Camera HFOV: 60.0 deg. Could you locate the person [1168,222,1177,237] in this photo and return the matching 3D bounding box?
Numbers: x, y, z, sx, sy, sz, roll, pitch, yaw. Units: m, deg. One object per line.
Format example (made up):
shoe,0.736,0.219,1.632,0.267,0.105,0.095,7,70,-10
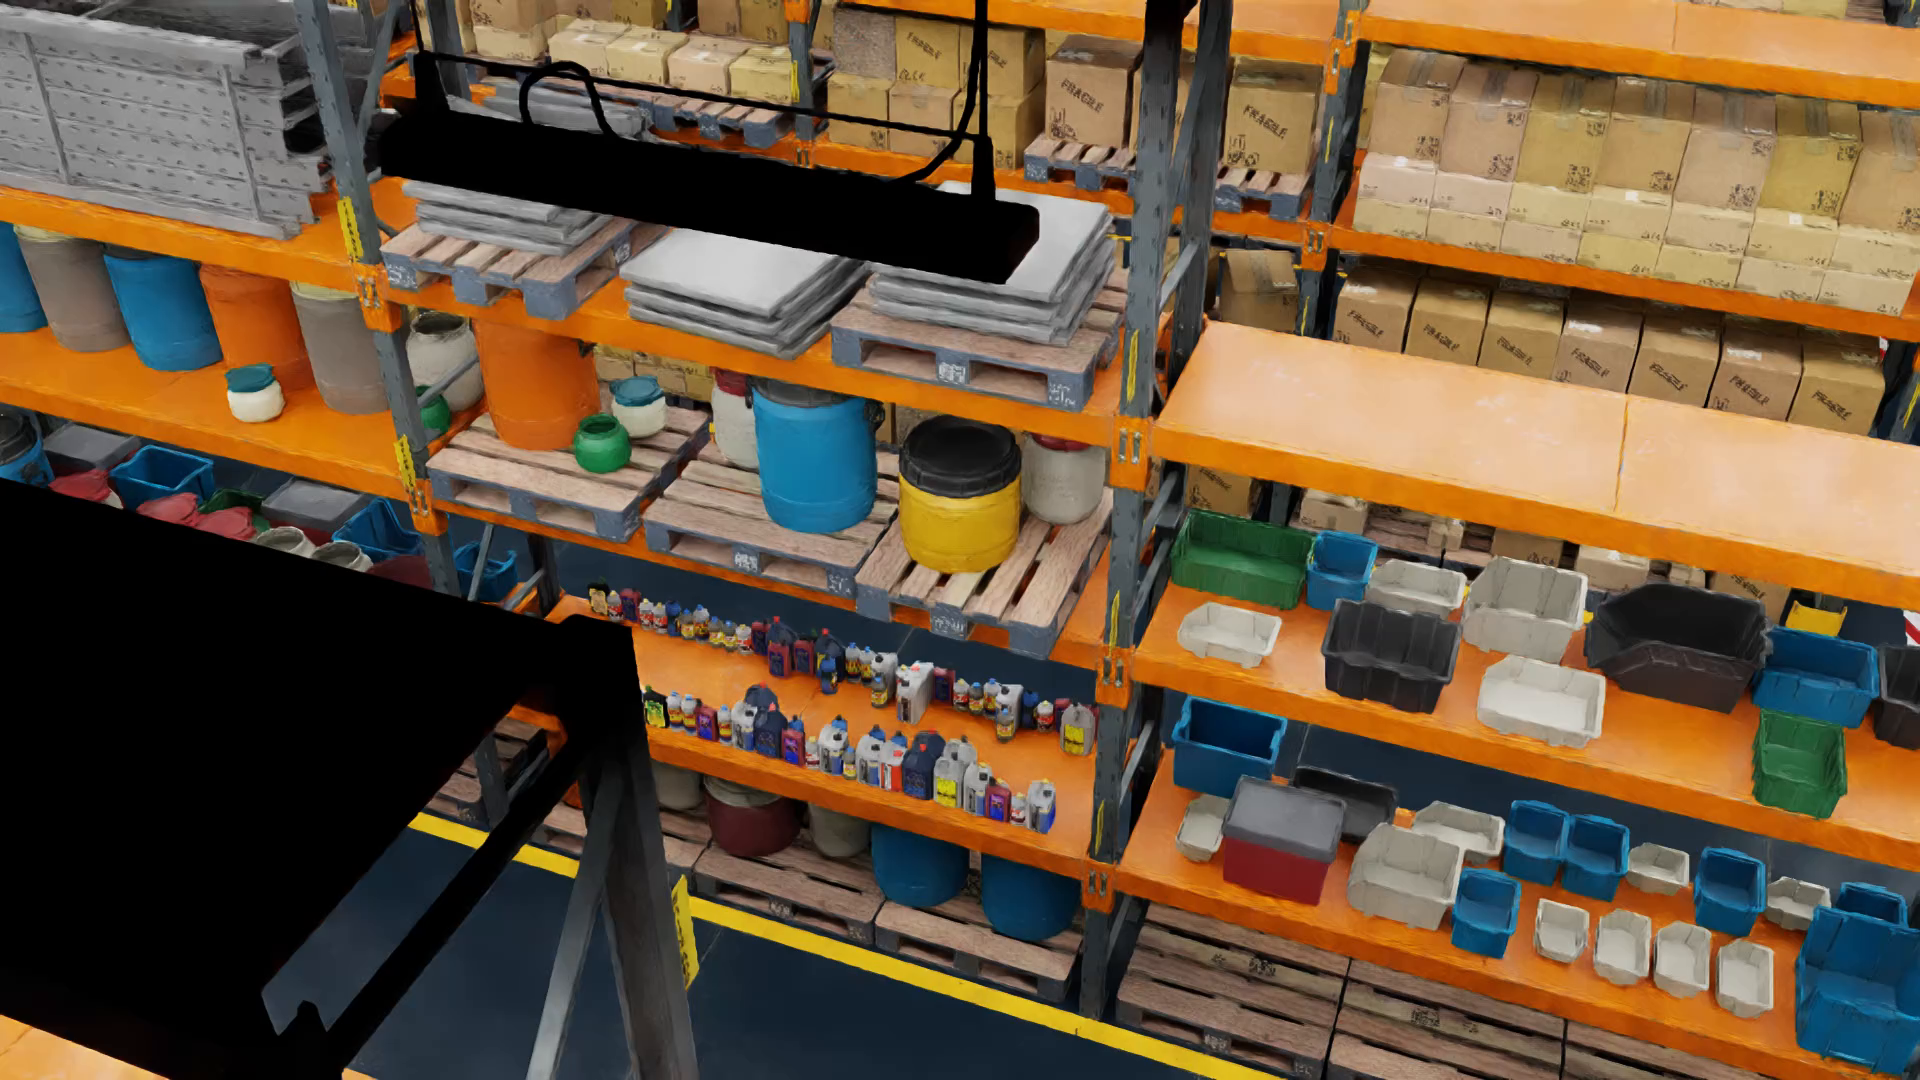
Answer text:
person,2.125,-3.223,16.321,0.507,1.683,0.441,1,36,1
